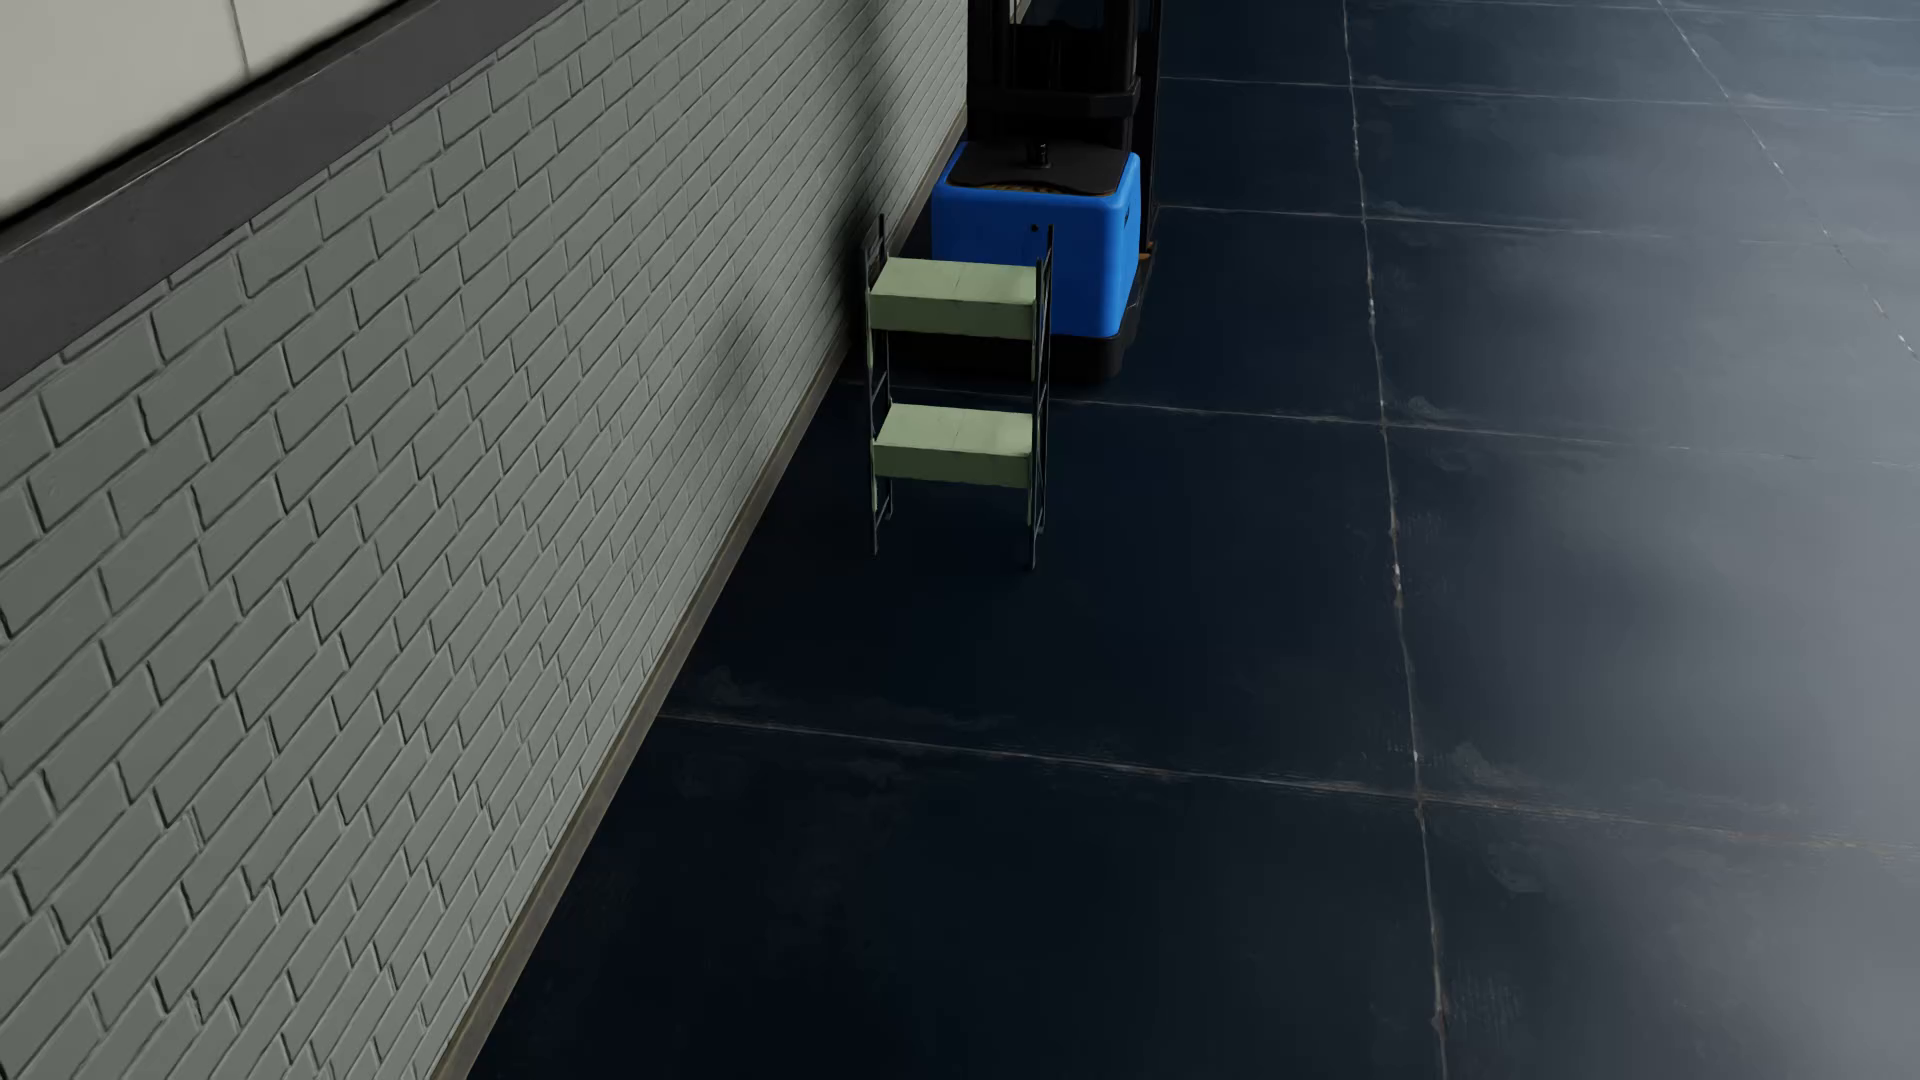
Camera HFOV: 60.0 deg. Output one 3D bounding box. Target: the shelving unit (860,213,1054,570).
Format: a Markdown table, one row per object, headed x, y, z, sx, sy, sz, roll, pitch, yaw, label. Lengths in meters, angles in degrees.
| x | y | z | sx | sy | sz | roll | pitch | yaw | label |
| --- | --- | --- | --- | --- | --- | --- | --- | --- | --- |
| -0.007 | -0.636 | 7.353 | 0.755 | 1.500 | 0.431 | 5 | 32 | 8 | shelving unit |

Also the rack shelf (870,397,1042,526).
| x | y | z | sx | sy | sz | roll | pitch | yaw | label |
| --- | --- | --- | --- | --- | --- | --- | --- | --- | --- |
| -0.007 | -0.360 | 7.526 | 0.720 | 0.370 | 0.431 | 5 | 32 | 8 | rack shelf |

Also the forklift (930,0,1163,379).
| x | y | z | sx | sy | sz | roll | pitch | yaw | label |
| --- | --- | --- | --- | --- | --- | --- | --- | --- | --- |
| 0.633 | -2.884 | 9.596 | 1.130 | 2.935 | 3.031 | 6 | 33 | 10 | forklift |

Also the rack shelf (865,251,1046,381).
| x | y | z | sx | sy | sz | roll | pitch | yaw | label |
| --- | --- | --- | --- | --- | --- | --- | --- | --- | --- |
| -0.007 | -0.967 | 7.146 | 0.720 | 0.370 | 0.431 | 5 | 32 | 8 | rack shelf |

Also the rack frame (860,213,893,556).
| x | y | z | sx | sy | sz | roll | pitch | yaw | label |
| --- | --- | --- | --- | --- | --- | --- | --- | --- | --- |
| -0.367 | -0.669 | 7.405 | 0.023 | 1.500 | 0.400 | 5 | 32 | 8 | rack frame |

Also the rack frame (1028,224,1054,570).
| x | y | z | sx | sy | sz | roll | pitch | yaw | label |
| --- | --- | --- | --- | --- | --- | --- | --- | --- | --- |
| 0.354 | -0.604 | 7.301 | 0.023 | 1.500 | 0.400 | 5 | 32 | 8 | rack frame |
